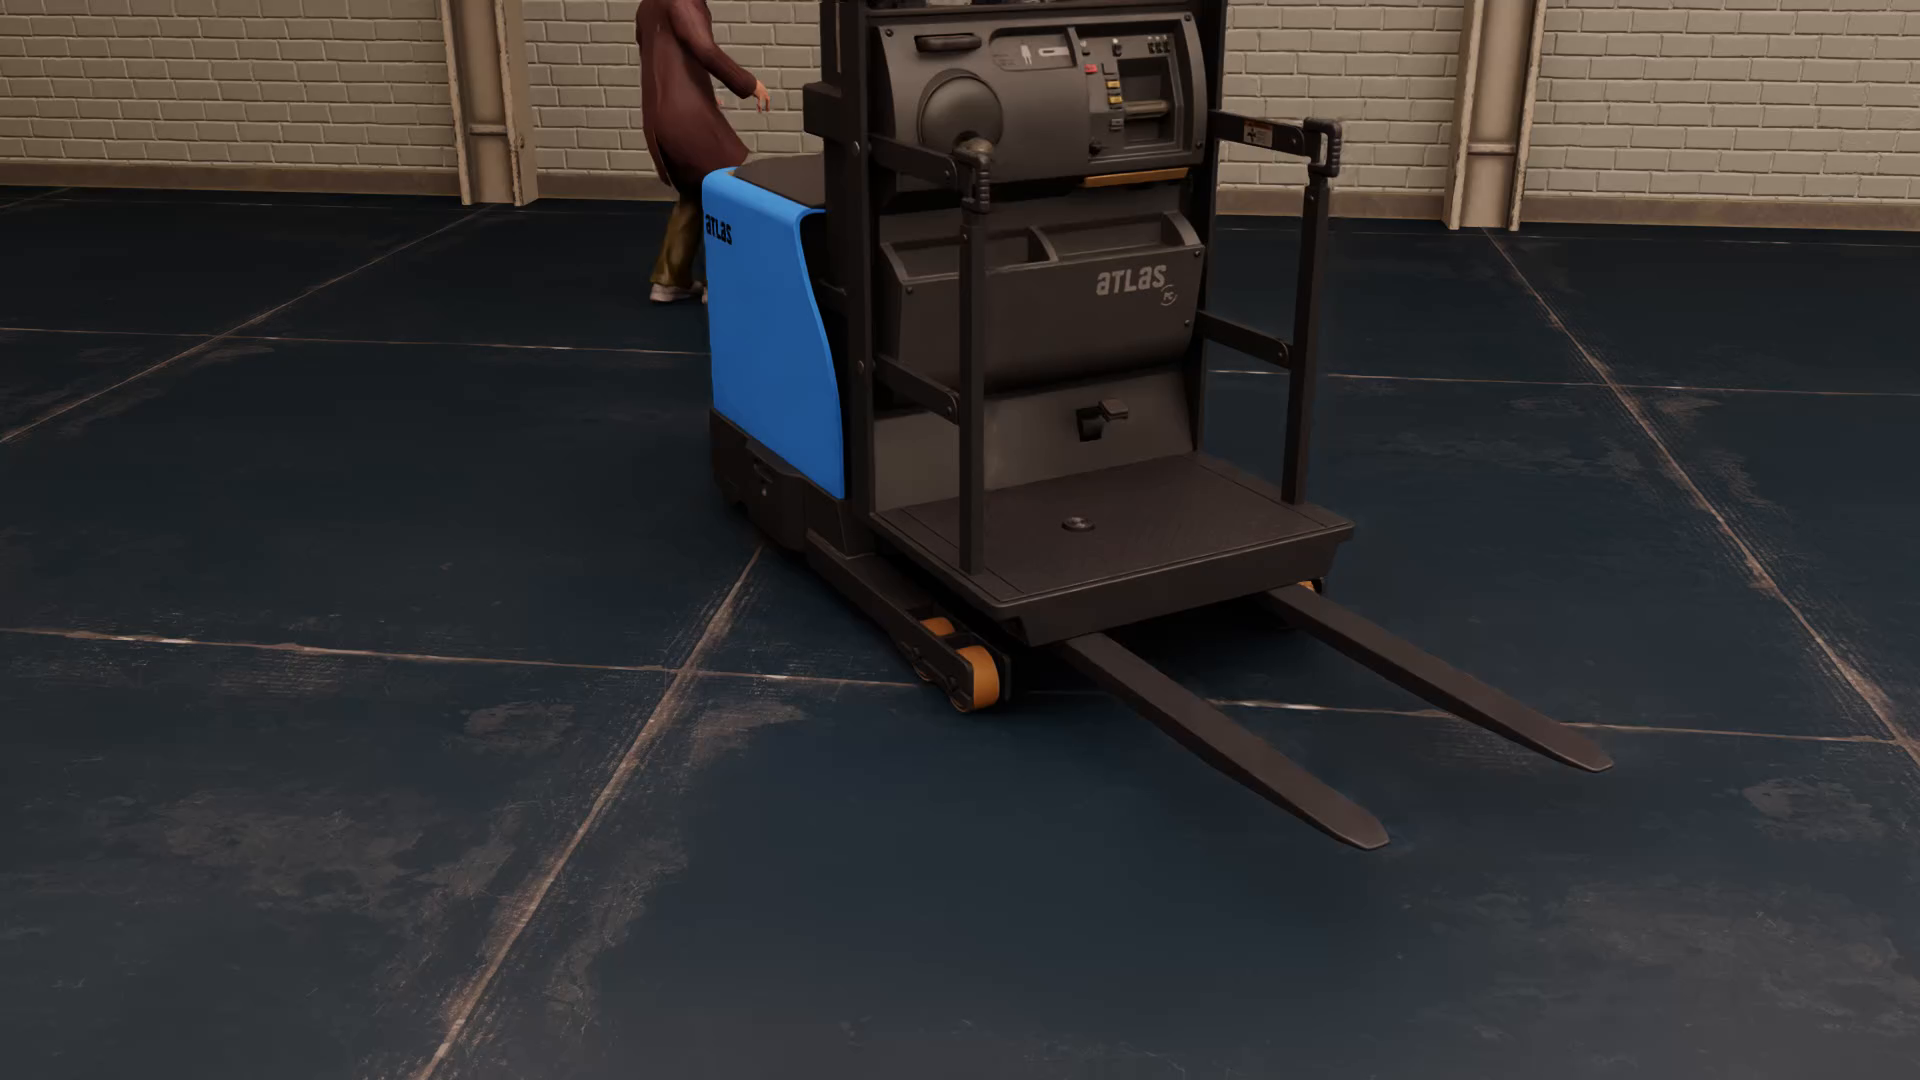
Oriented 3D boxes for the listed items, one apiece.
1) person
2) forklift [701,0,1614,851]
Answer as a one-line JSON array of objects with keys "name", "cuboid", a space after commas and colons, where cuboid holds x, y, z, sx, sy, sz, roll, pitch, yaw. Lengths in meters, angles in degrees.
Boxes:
[{"name": "person", "cuboid": [-1.211, -1.947, 7.772, 0.576, 1.723, 0.830, -16, 27, -34]}, {"name": "forklift", "cuboid": [0.332, -1.125, 4.048, 1.130, 2.935, 3.031, -12, 25, -27]}]
